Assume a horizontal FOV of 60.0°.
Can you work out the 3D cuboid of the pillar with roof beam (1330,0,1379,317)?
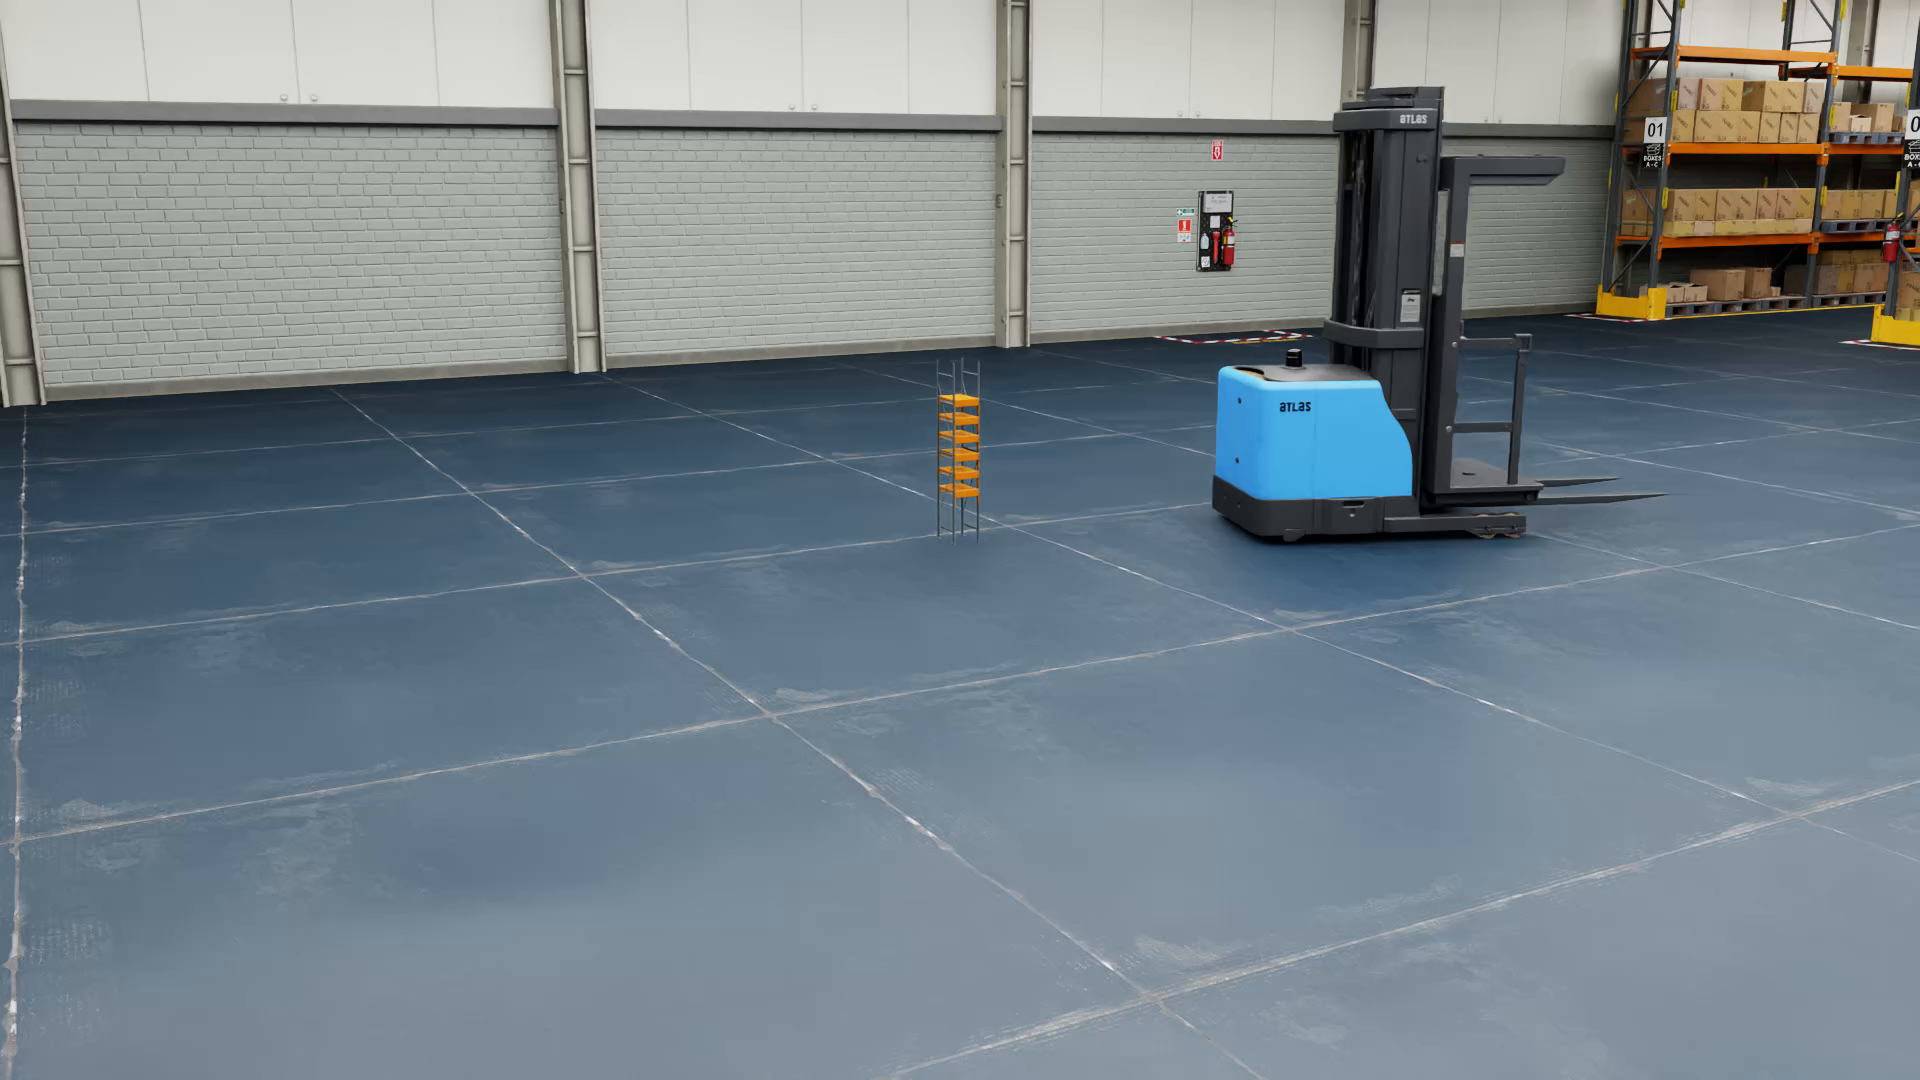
[{"bbox_3d":[8.056,-6.880,21.183,0.400,9.000,9.100,-7,14,-28],"label":"pillar with roof beam"}]

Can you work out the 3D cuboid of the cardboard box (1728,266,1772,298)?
[{"bbox_3d":[13.679,-4.472,28.841,0.500,0.500,0.500,-8,15,-32],"label":"cardboard box"}]

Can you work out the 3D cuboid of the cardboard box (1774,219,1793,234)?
[{"bbox_3d":[13.859,-5.372,28.442,0.500,0.250,0.500,-7,14,-28],"label":"cardboard box"}]

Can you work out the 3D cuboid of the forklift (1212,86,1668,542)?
[{"bbox_3d":[3.353,-1.549,11.317,3.031,2.935,1.130,-2,13,-9],"label":"forklift"}]

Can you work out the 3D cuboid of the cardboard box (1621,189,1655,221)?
[{"bbox_3d":[11.371,-5.566,27.599,0.500,0.500,0.500,-7,14,-28],"label":"cardboard box"}]

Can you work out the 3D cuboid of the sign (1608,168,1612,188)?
[{"bbox_3d":[10.811,-6.001,27.587,0.005,0.325,0.100,-7,14,-28],"label":"sign"}]

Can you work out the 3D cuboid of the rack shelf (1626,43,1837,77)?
[{"bbox_3d":[12.815,-7.958,27.620,4.000,0.370,1.077,-7,14,-28],"label":"rack shelf"}]

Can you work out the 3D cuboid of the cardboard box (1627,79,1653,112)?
[{"bbox_3d":[11.313,-7.279,27.238,0.500,0.500,0.500,-6,14,-25],"label":"cardboard box"}]

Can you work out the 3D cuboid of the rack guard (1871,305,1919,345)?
[{"bbox_3d":[13.415,-2.997,23.288,0.348,0.500,1.175,-7,14,-28],"label":"rack guard"}]

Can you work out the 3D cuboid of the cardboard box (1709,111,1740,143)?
[{"bbox_3d":[12.415,-6.787,27.331,0.500,0.500,0.500,-6,14,-25],"label":"cardboard box"}]

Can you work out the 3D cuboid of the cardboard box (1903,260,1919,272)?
[{"bbox_3d":[17.474,-4.924,30.849,0.500,0.500,0.700,-7,14,-27],"label":"cardboard box"}]

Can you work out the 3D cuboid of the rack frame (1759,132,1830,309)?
[{"bbox_3d":[14.570,-5.594,29.134,0.127,3.000,1.000,-7,14,-28],"label":"rack frame"}]

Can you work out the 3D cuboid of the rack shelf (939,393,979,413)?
[{"bbox_3d":[-0.013,-0.892,10.901,0.180,0.103,0.258,-7,14,-28],"label":"rack shelf"}]

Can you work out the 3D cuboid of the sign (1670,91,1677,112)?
[{"bbox_3d":[11.320,-6.959,26.375,0.005,0.325,0.100,-7,14,-28],"label":"sign"}]

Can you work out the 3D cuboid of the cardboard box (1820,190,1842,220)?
[{"bbox_3d":[15.033,-5.904,29.284,0.500,0.500,0.700,-7,14,-28],"label":"cardboard box"}]

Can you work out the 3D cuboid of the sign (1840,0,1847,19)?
[{"bbox_3d":[14.814,-8.909,27.891,0.005,0.325,0.100,-7,14,-28],"label":"sign"}]

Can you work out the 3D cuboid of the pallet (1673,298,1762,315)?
[{"bbox_3d":[12.926,-4.027,28.522,1.213,0.211,1.003,-7,14,-28],"label":"pallet"}]

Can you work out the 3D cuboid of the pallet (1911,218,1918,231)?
[{"bbox_3d":[17.507,-5.826,30.601,1.003,0.211,1.213,-7,14,-28],"label":"pallet"}]

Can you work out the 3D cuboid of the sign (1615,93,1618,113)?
[{"bbox_3d":[10.811,-7.178,27.323,0.005,0.325,0.100,-7,14,-28],"label":"sign"}]

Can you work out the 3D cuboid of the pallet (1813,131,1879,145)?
[{"bbox_3d":[15.163,-7.010,29.023,1.003,0.211,1.213,-7,14,-28],"label":"pallet"}]

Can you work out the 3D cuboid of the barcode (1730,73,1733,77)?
[{"bbox_3d":[13.144,-7.921,28.315,0.075,0.075,0.001,-7,14,-28],"label":"barcode"}]

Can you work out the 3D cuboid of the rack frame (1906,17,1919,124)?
[{"bbox_3d":[13.436,-7.146,22.366,0.127,3.000,1.000,-7,14,-28],"label":"rack frame"}]

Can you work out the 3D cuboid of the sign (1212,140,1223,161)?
[{"bbox_3d":[3.751,-5.679,24.232,0.199,0.298,0.001,-7,14,-28],"label":"sign"}]

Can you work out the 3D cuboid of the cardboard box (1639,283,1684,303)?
[{"bbox_3d":[11.710,-4.132,27.758,0.500,0.311,0.500,-9,15,-34],"label":"cardboard box"}]

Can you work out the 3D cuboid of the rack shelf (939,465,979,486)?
[{"bbox_3d":[-0.013,-0.423,11.007,0.180,0.103,0.258,-7,14,-28],"label":"rack shelf"}]

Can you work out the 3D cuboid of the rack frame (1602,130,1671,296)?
[{"bbox_3d":[11.059,-5.173,27.265,0.127,3.000,1.000,-7,14,-28],"label":"rack frame"}]

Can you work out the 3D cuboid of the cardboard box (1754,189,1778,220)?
[{"bbox_3d":[13.421,-5.683,28.116,0.500,0.500,0.500,-7,15,-29],"label":"cardboard box"}]

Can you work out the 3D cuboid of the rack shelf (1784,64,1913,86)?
[{"bbox_3d":[16.326,-8.185,29.533,4.000,0.370,1.077,-7,14,-28],"label":"rack shelf"}]

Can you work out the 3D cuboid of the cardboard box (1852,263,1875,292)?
[{"bbox_3d":[16.105,-4.780,30.207,0.500,0.500,0.700,-7,14,-27],"label":"cardboard box"}]

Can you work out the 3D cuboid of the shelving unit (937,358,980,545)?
[{"bbox_3d":[-0.013,-0.584,10.971,0.189,1.200,0.258,-7,14,-28],"label":"shelving unit"}]

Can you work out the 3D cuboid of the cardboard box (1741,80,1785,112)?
[{"bbox_3d":[13.331,-7.382,27.697,0.500,0.500,0.500,-7,15,-30],"label":"cardboard box"}]

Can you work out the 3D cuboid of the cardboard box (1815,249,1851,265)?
[{"bbox_3d":[15.593,-5.083,29.845,0.500,0.250,0.500,-7,15,-29],"label":"cardboard box"}]

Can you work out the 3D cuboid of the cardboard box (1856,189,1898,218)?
[{"bbox_3d":[16.591,-6.092,30.115,0.500,0.500,0.700,-7,14,-28],"label":"cardboard box"}]

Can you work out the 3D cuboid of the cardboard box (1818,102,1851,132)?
[{"bbox_3d":[15.089,-7.353,28.935,0.500,0.500,0.500,-5,13,-20],"label":"cardboard box"}]

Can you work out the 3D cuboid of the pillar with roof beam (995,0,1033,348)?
[{"bbox_3d":[2.789,-6.248,18.378,0.400,9.000,9.100,-7,14,-28],"label":"pillar with roof beam"}]

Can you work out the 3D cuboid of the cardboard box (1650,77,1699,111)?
[{"bbox_3d":[11.514,-7.177,26.784,0.500,0.500,0.500,-8,15,-32],"label":"cardboard box"}]

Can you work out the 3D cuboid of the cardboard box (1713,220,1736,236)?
[{"bbox_3d":[12.539,-5.210,27.723,0.500,0.250,0.500,-7,15,-29],"label":"cardboard box"}]

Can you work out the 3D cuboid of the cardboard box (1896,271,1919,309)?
[{"bbox_3d":[13.764,-3.562,23.703,0.500,0.500,0.500,-7,14,-28],"label":"cardboard box"}]

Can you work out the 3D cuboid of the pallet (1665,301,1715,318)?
[{"bbox_3d":[11.856,-3.900,27.956,1.213,0.211,1.003,-7,14,-28],"label":"pallet"}]

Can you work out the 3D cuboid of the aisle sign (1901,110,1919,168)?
[{"bbox_3d":[13.238,-5.537,22.960,0.004,0.787,0.394,-7,14,-28],"label":"aisle sign"}]

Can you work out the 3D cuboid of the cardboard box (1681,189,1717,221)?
[{"bbox_3d":[12.061,-5.518,27.385,0.500,0.500,0.500,-7,14,-28],"label":"cardboard box"}]

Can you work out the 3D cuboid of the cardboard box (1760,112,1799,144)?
[{"bbox_3d":[13.796,-6.965,28.119,0.500,0.500,0.500,-8,15,-33],"label":"cardboard box"}]

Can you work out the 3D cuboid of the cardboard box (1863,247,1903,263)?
[{"bbox_3d":[16.944,-5.242,30.554,0.500,0.250,0.500,-7,14,-27],"label":"cardboard box"}]
